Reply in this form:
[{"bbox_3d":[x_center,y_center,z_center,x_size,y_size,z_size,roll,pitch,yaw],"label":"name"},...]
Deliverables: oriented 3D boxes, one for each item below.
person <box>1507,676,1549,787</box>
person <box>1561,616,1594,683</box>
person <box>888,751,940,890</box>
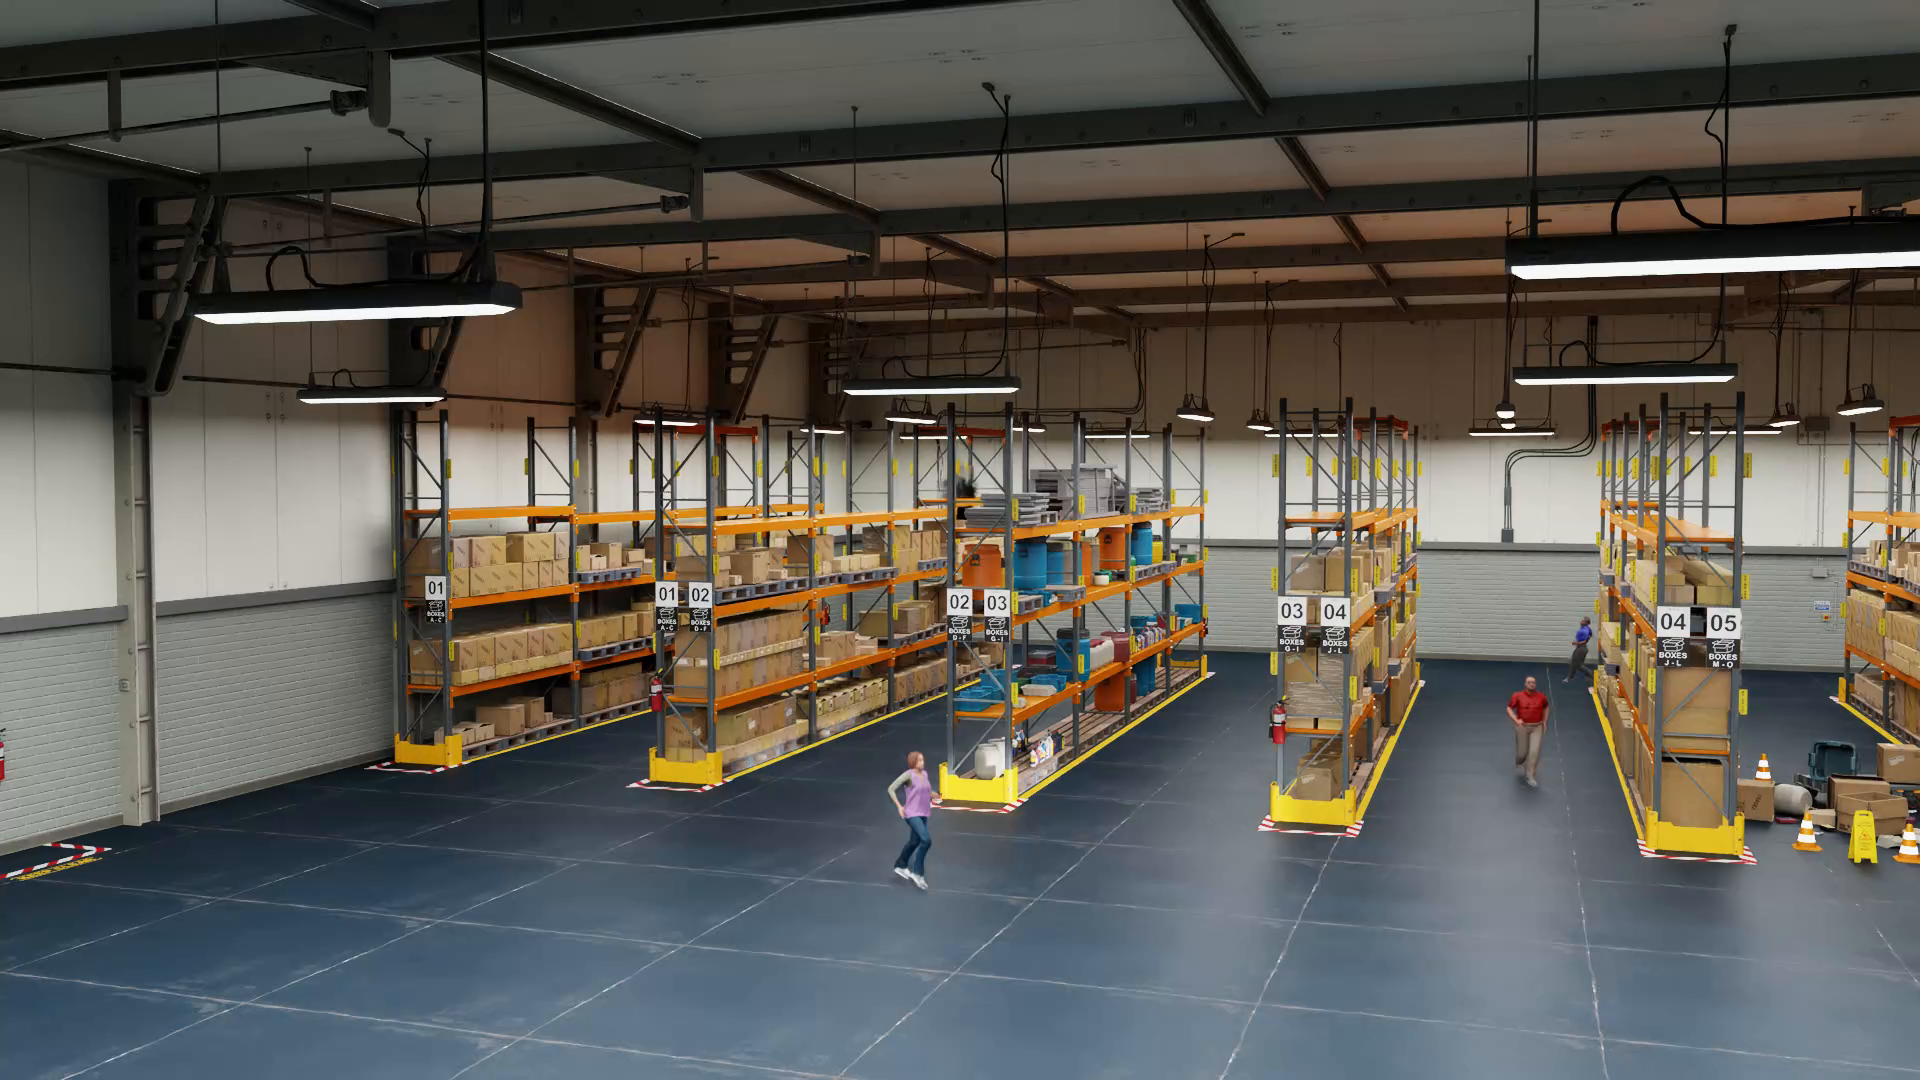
[{"bbox_3d":[9.065,3.025,26.521,0.667,1.712,0.781,0,2,9],"label":"person"},{"bbox_3d":[14.318,2.556,38.492,0.757,1.605,0.705,1,3,21],"label":"person"},{"bbox_3d":[-0.529,3.344,19.943,0.703,1.639,0.503,2,3,34],"label":"person"}]
